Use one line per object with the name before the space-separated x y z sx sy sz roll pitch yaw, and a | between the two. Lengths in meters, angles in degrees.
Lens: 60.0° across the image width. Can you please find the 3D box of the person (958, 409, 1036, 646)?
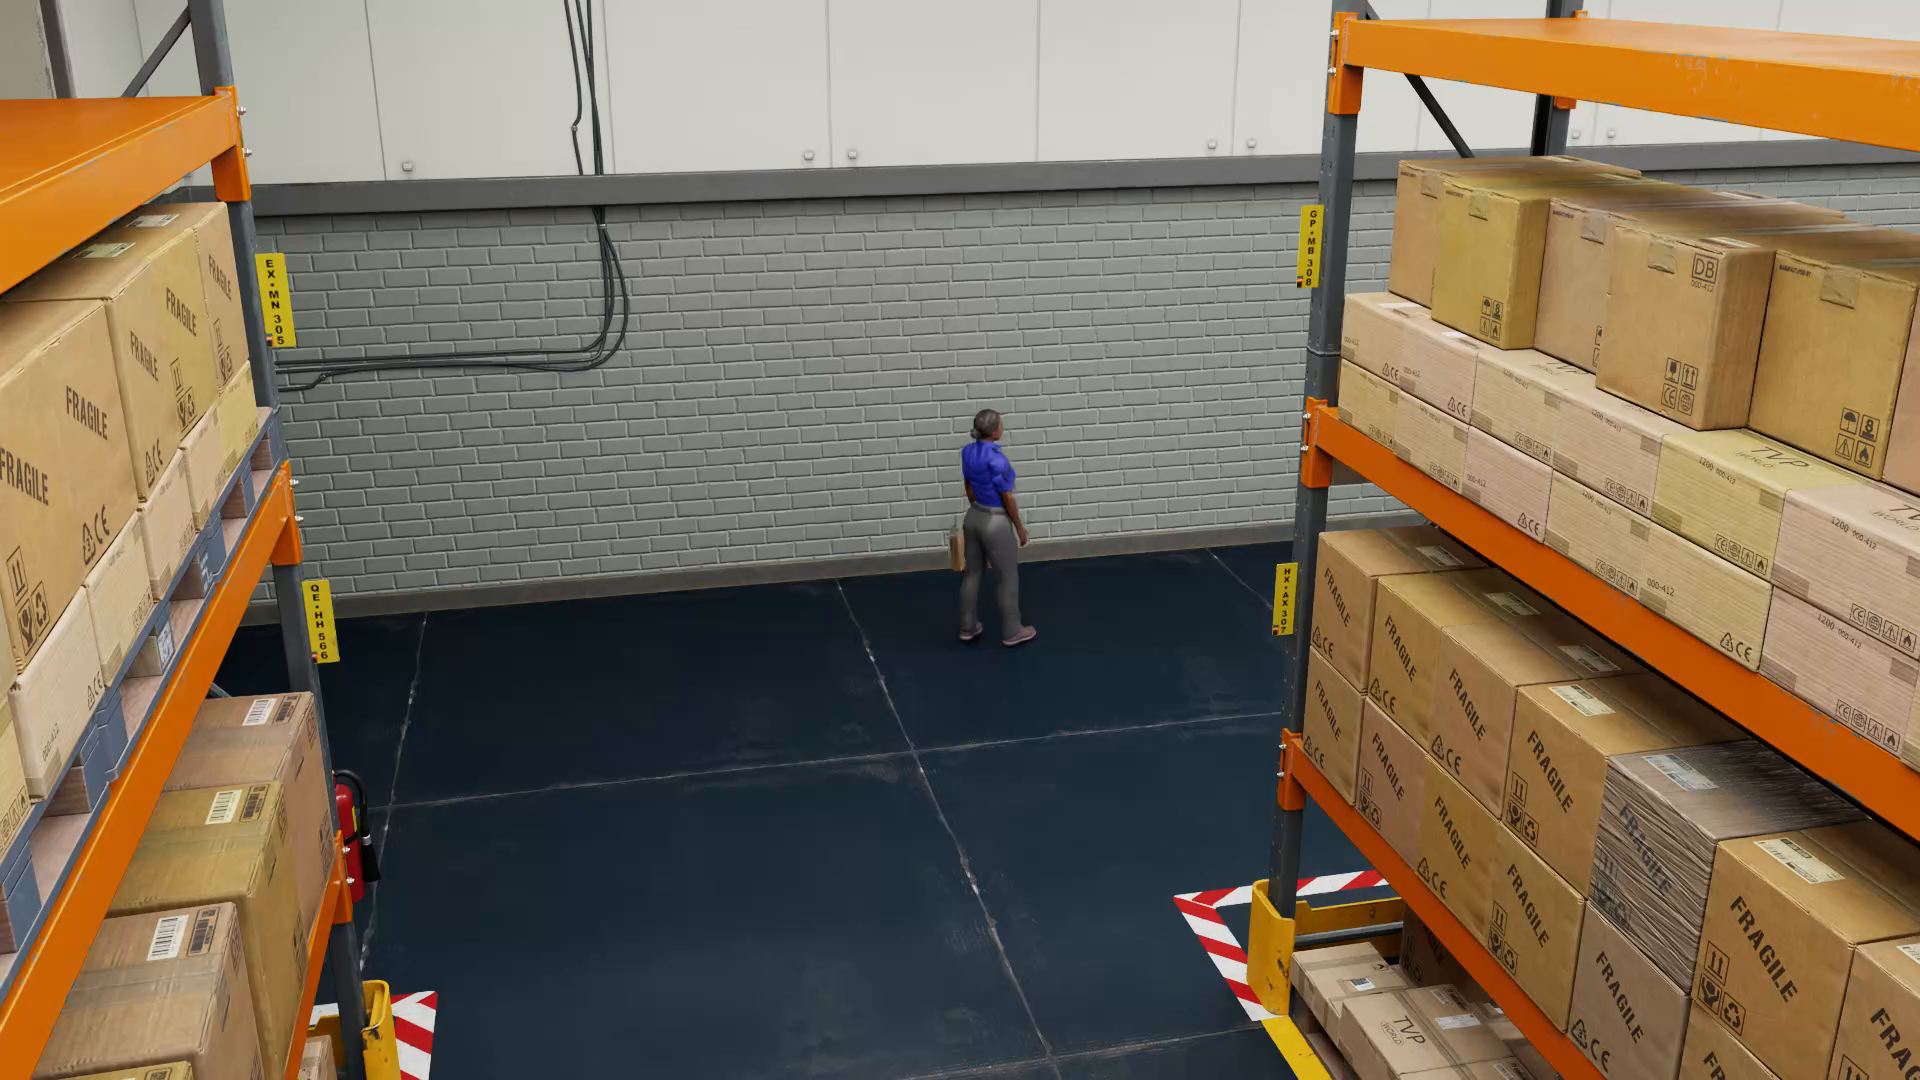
person | 0.251 -0.100 11.300 0.474 1.663 0.496 -14 24 -34
